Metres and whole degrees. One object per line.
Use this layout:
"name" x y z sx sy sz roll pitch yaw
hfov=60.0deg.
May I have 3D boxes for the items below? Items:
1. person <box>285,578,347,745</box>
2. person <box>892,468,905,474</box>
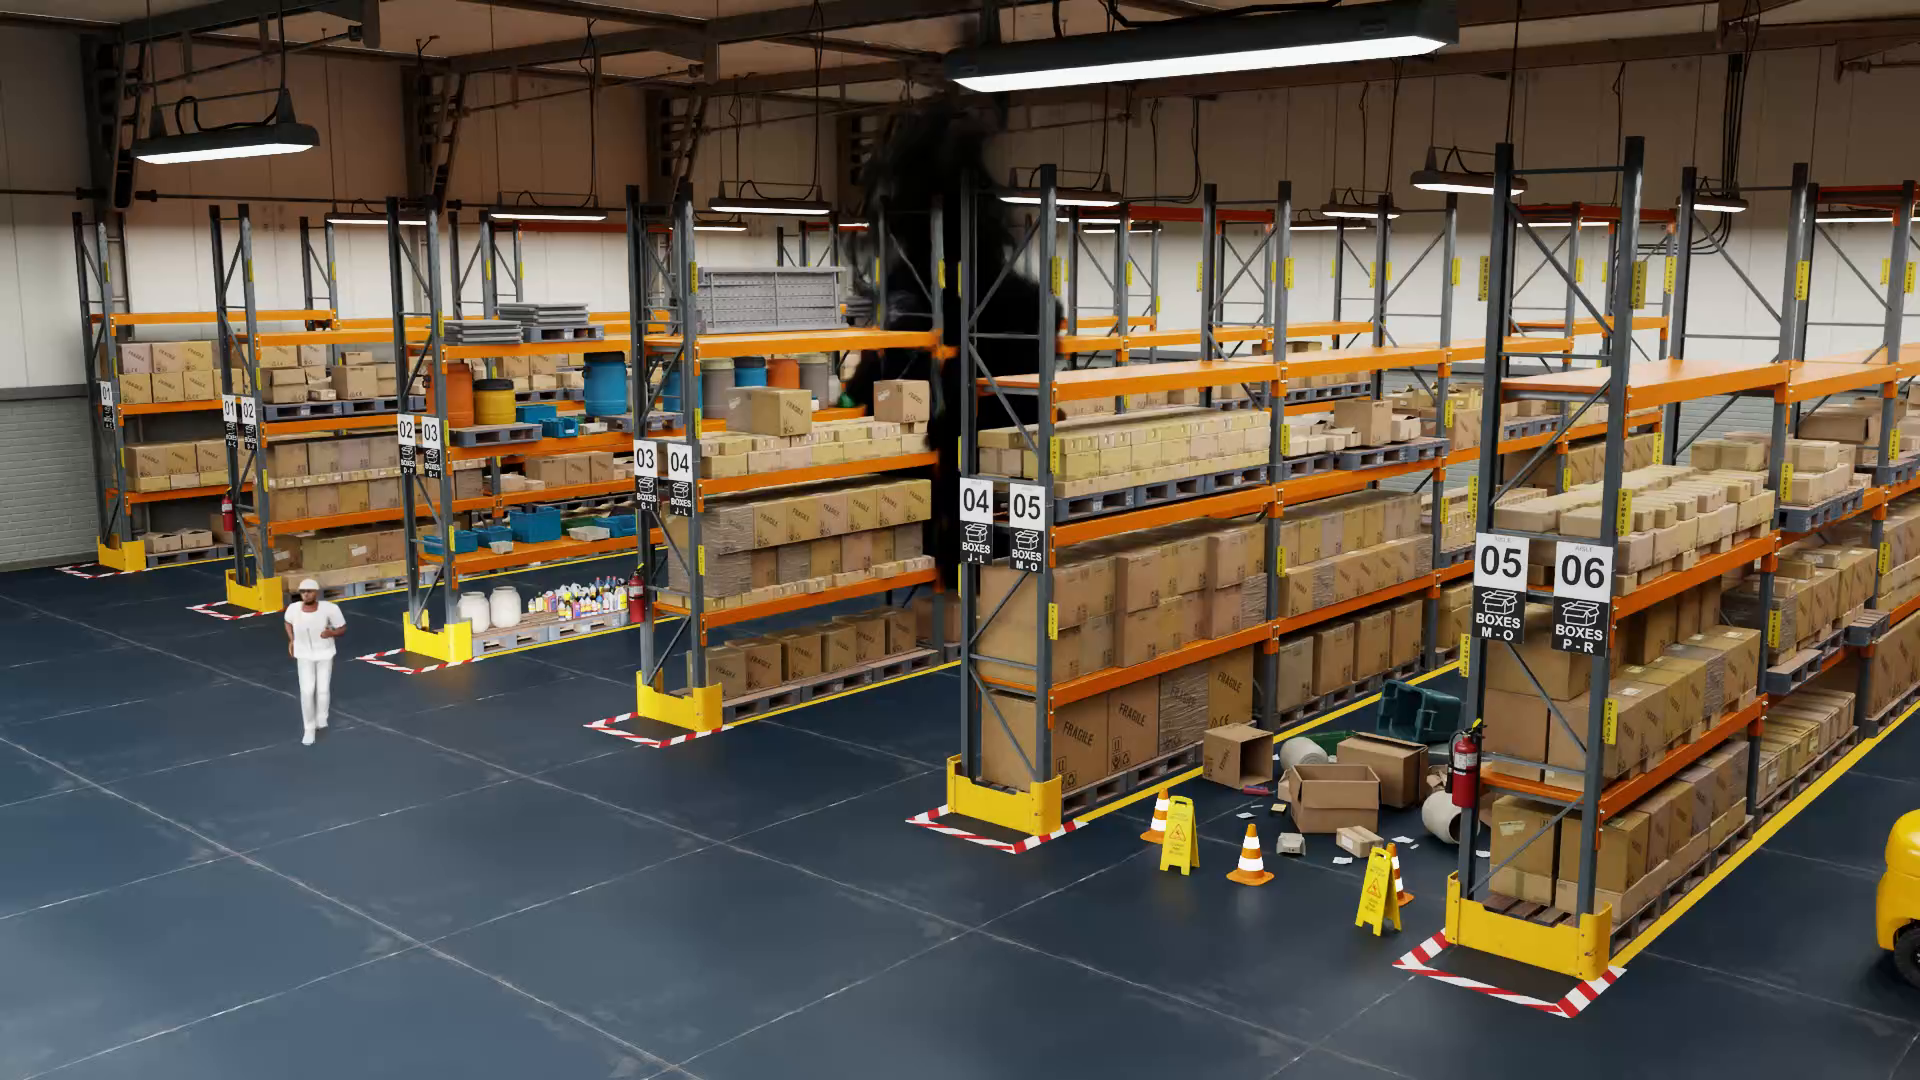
"person" -7.029 1.314 18.181 0.661 1.834 0.766 -3 10 -16
"person" -1.203 -1.105 32.624 0.646 1.742 0.638 5 10 25
